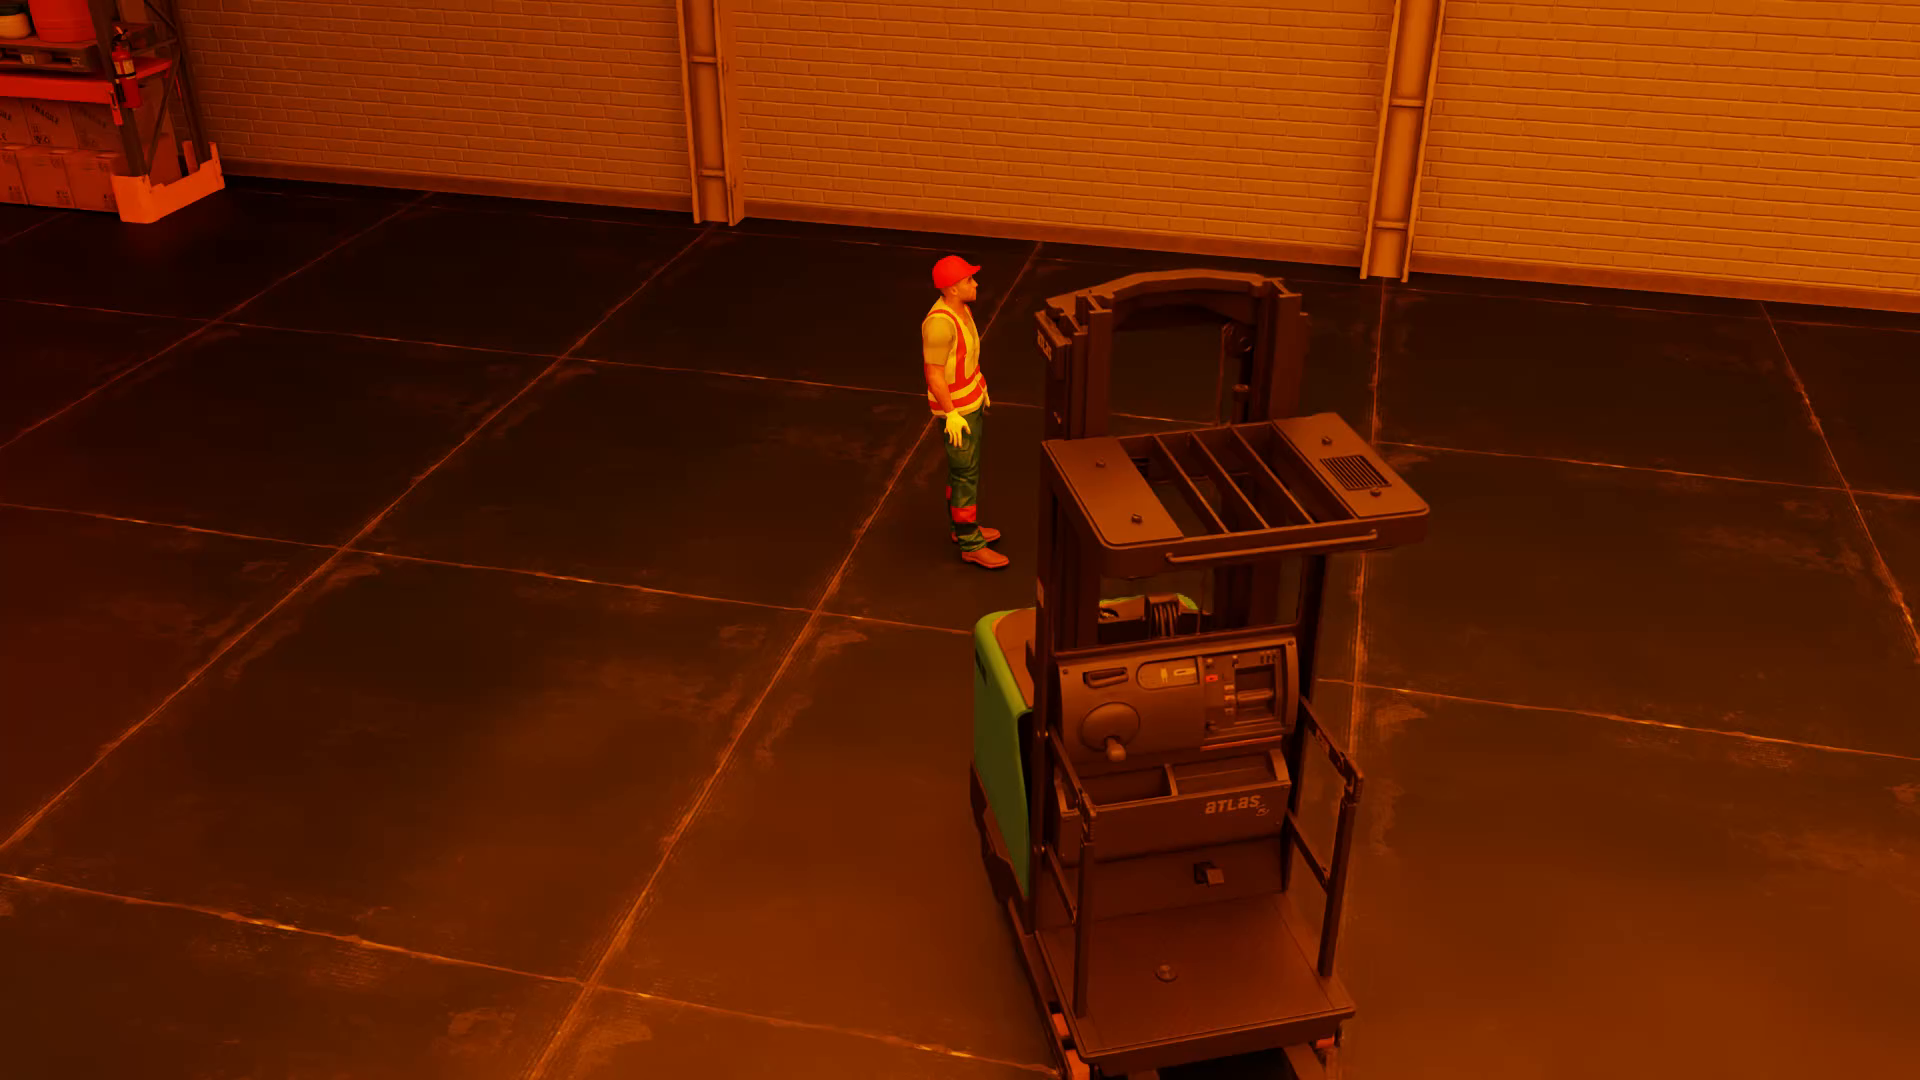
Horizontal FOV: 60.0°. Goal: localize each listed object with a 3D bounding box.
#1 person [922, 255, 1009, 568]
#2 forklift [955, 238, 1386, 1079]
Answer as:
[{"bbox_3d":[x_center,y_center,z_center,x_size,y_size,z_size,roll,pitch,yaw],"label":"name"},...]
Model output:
[{"bbox_3d":[0.075,-0.769,9.671,0.563,1.788,0.637,7,30,12],"label":"person"},{"bbox_3d":[0.800,0.485,6.314,1.130,2.935,3.031,-6,30,-11],"label":"forklift"}]
